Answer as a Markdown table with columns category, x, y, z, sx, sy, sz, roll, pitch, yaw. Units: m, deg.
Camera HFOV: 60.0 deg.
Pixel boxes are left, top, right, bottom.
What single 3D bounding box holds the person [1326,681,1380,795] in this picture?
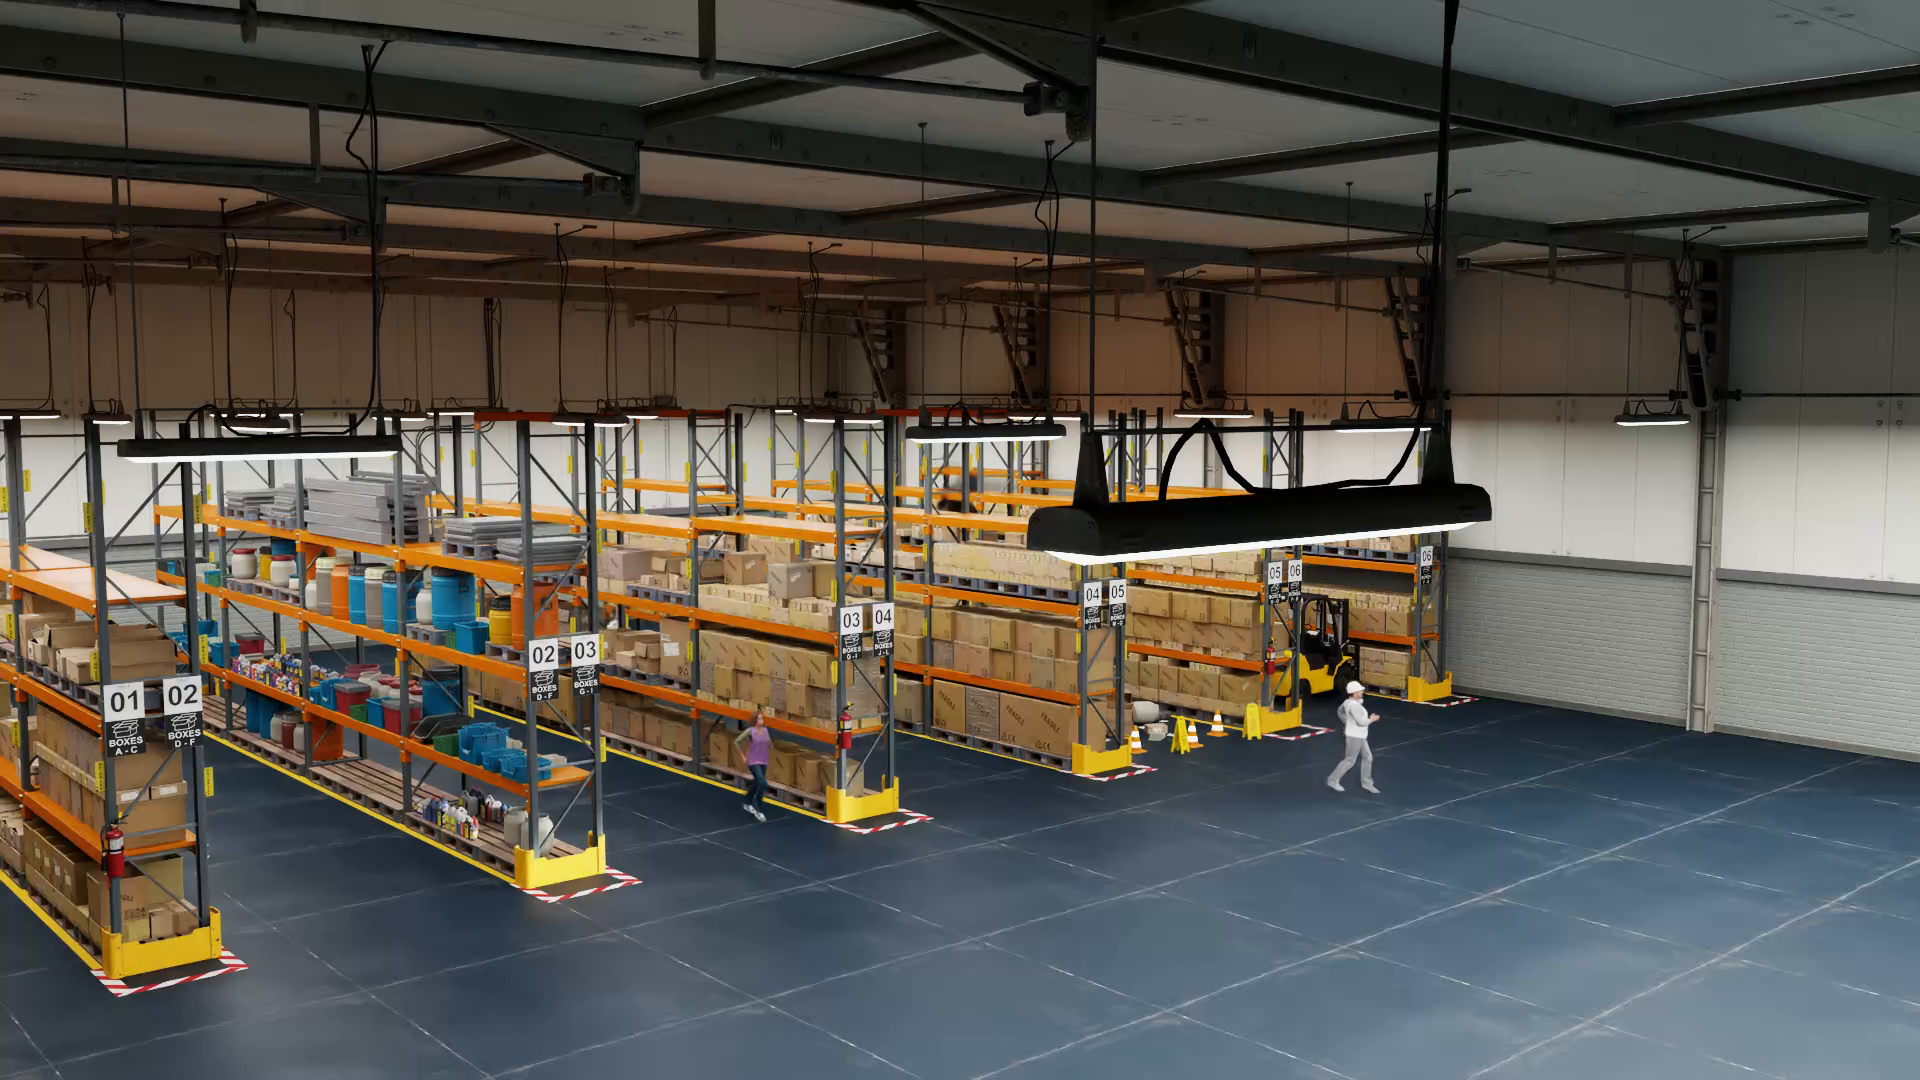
| category | x | y | z | sx | sy | sz | roll | pitch | yaw |
| --- | --- | --- | --- | --- | --- | --- | --- | --- | --- |
| person | 6.229 | 3.130 | 26.259 | 0.845 | 1.817 | 0.636 | 1 | 5 | 11 |

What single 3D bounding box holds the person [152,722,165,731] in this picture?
| category | x | y | z | sx | sy | sz | roll | pitch | yaw |
| --- | --- | --- | --- | --- | --- | --- | --- | --- | --- |
| person | -13.200 | 3.113 | 27.159 | 0.925 | 1.646 | 0.606 | 4 | 6 | 36 |

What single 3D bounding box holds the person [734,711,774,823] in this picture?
| category | x | y | z | sx | sy | sz | roll | pitch | yaw |
| --- | --- | --- | --- | --- | --- | --- | --- | --- | --- |
| person | -3.017 | 3.362 | 24.715 | 0.710 | 1.644 | 0.503 | 4 | 6 | 38 |

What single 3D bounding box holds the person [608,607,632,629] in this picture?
| category | x | y | z | sx | sy | sz | roll | pitch | yaw |
| --- | --- | --- | --- | --- | --- | --- | --- | --- | --- |
| person | -7.476 | 2.292 | 36.675 | 0.651 | 1.657 | 0.587 | -4 | 6 | -35 |
